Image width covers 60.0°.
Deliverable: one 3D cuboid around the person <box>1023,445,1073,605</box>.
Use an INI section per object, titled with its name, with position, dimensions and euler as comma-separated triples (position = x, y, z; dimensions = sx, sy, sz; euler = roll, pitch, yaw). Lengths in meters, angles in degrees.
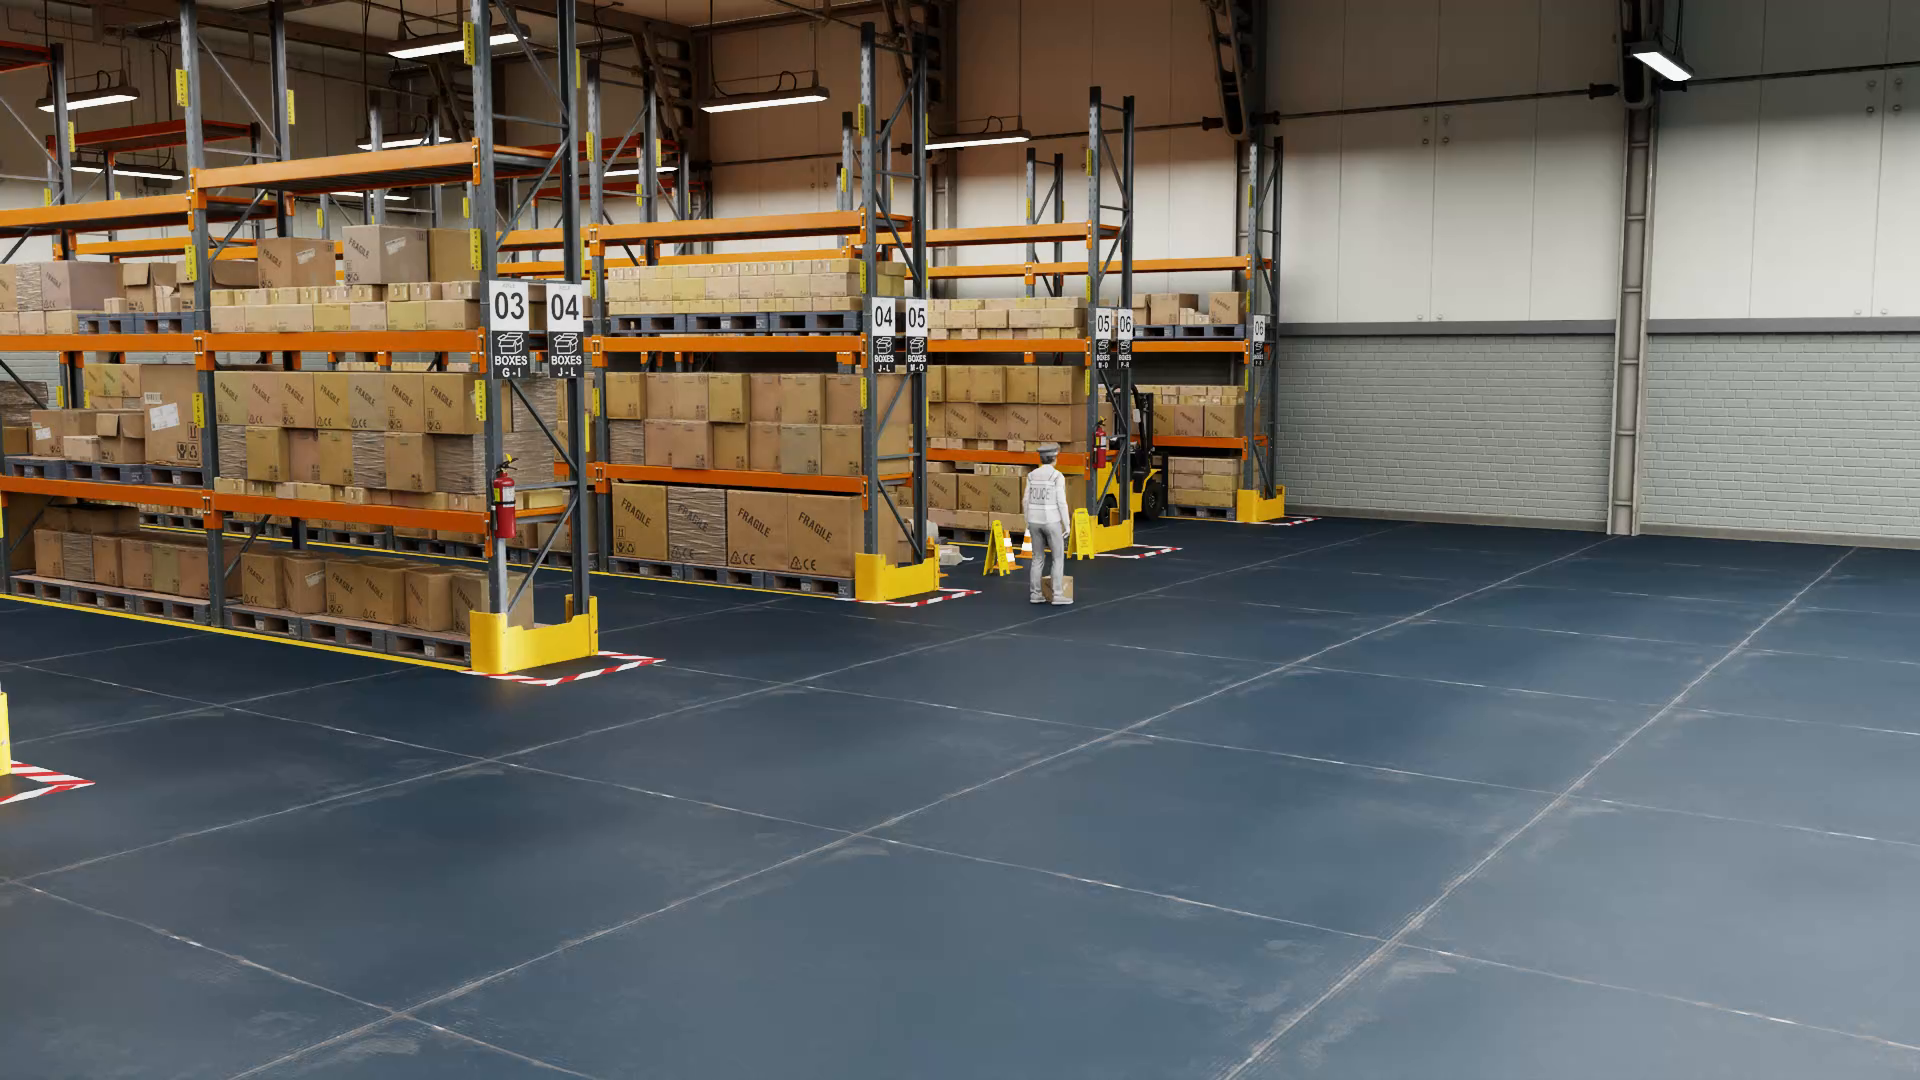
[person]
position = 0.908, -0.160, 17.414
dimensions = 0.528, 1.663, 0.373
euler = 4, 8, 34
